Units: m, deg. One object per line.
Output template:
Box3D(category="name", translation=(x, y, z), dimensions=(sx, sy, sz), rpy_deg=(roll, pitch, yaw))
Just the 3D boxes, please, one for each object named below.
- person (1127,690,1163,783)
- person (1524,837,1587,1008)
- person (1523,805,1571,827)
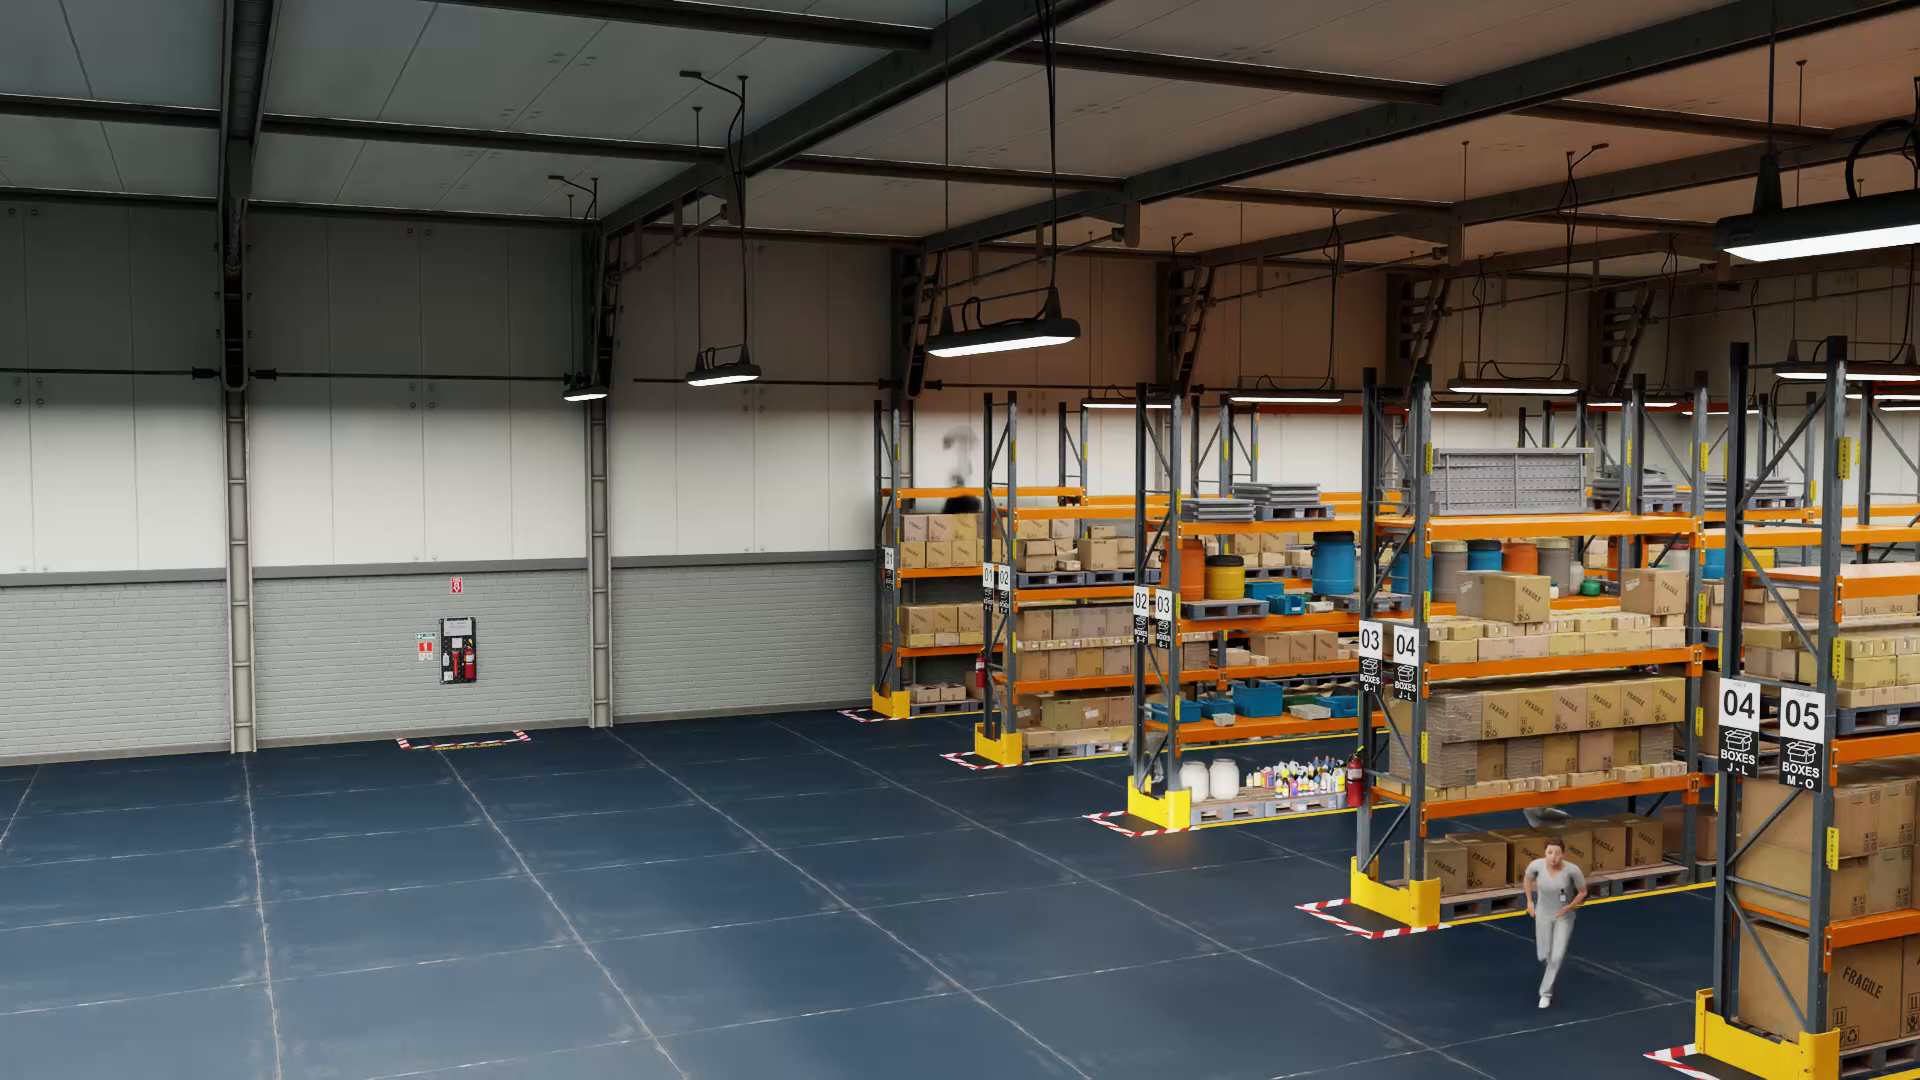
Box3D(category="person", translation=(2.773, 2.930, 24.820), dimensions=(0.528, 1.544, 0.844), rpy_deg=(3, 4, 40))
Box3D(category="person", translation=(5.495, 3.489, 15.359), dimensions=(0.556, 1.599, 0.721), rpy_deg=(1, 4, 21))
Box3D(category="person", translation=(7.500, 3.064, 21.330), dimensions=(0.592, 1.746, 0.665), rpy_deg=(-1, 4, -22))
